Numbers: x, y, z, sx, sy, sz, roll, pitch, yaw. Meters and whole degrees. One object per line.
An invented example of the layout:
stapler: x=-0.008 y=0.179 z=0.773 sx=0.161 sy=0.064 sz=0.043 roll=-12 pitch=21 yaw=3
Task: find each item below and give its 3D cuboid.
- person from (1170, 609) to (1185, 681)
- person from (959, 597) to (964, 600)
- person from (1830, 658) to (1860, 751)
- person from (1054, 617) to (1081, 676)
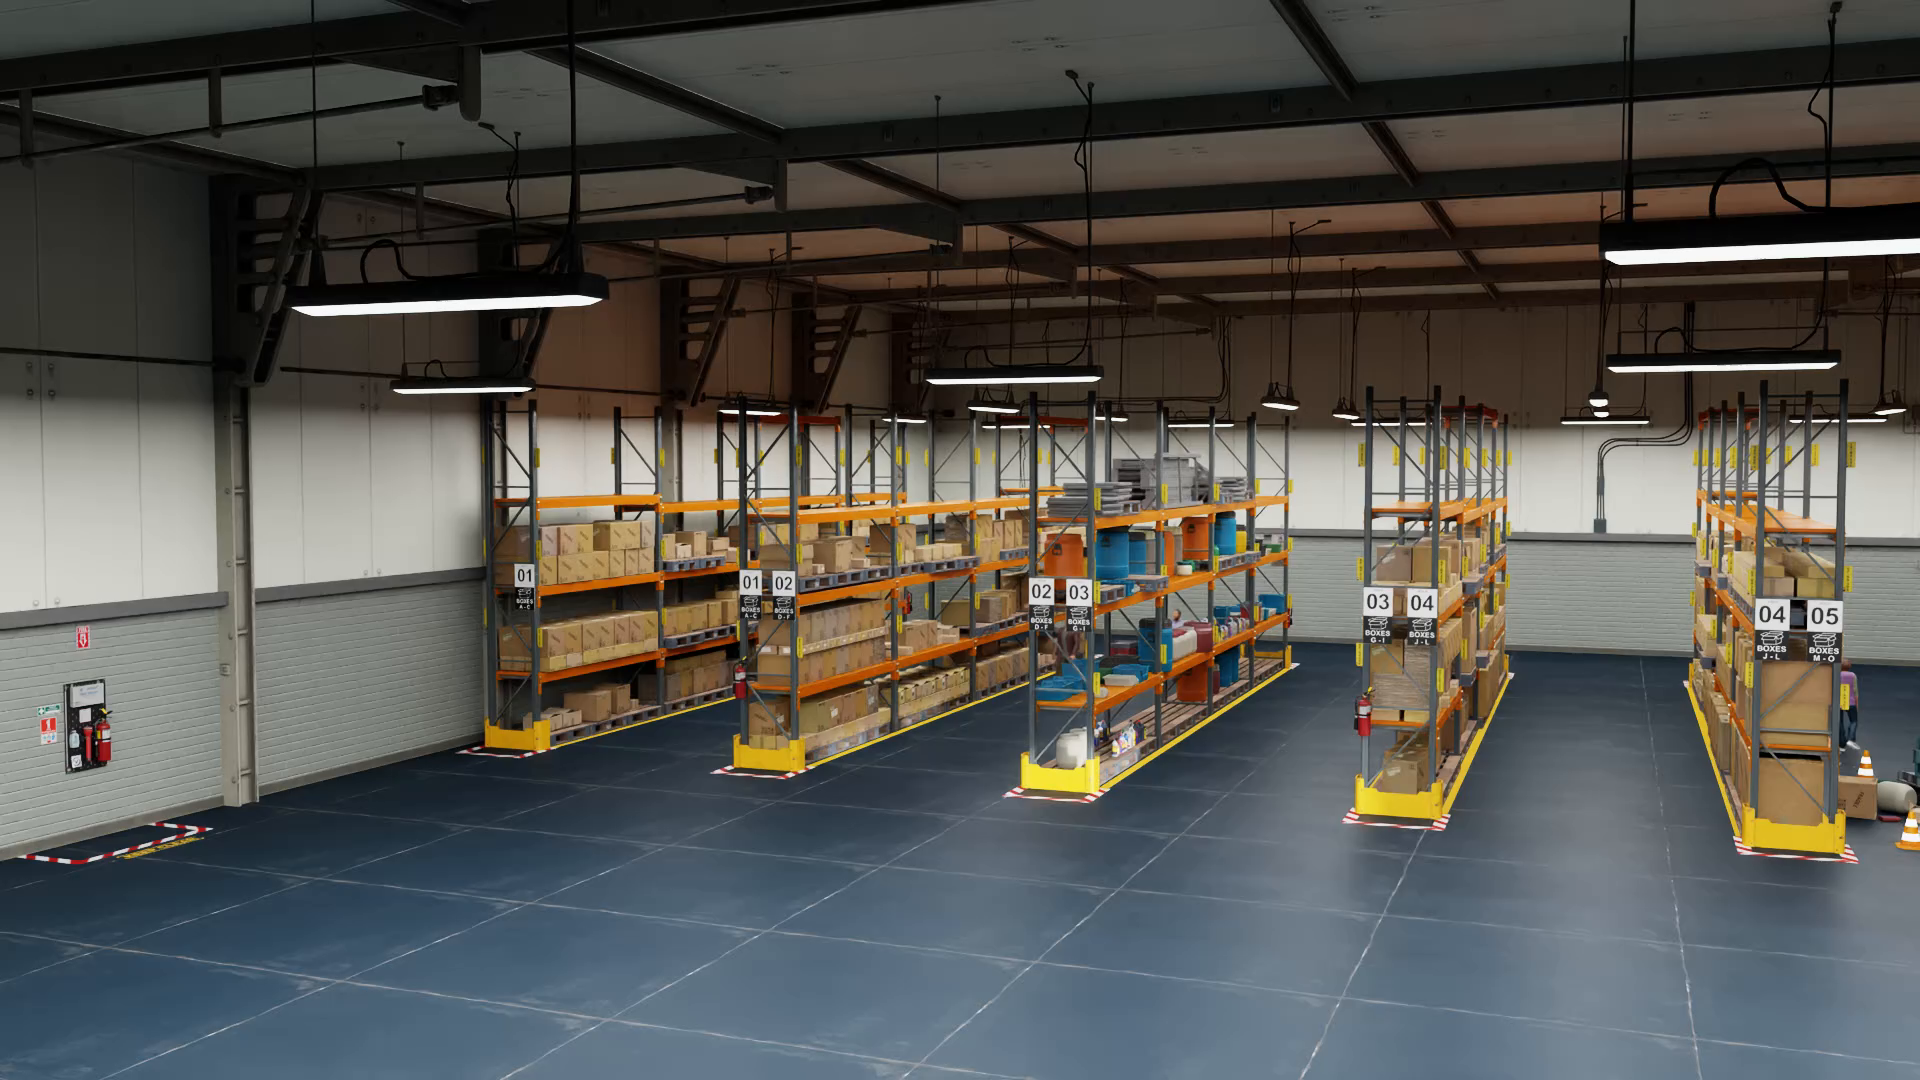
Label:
person: x=4.858 y=2.353 z=37.391 sx=0.534 sy=1.569 sz=1.039 roll=2 pitch=3 yaw=31
person: x=0.132 y=2.180 z=41.111 sx=0.424 sy=1.563 sz=0.768 roll=1 pitch=3 yaw=20
person: x=15.059 y=2.820 z=28.290 sx=0.462 sy=1.583 sz=0.480 roll=1 pitch=3 yaw=22
person: x=2.199 y=2.415 z=34.444 sx=0.617 sy=1.713 sz=1.103 roll=1 pitch=3 yaw=22
